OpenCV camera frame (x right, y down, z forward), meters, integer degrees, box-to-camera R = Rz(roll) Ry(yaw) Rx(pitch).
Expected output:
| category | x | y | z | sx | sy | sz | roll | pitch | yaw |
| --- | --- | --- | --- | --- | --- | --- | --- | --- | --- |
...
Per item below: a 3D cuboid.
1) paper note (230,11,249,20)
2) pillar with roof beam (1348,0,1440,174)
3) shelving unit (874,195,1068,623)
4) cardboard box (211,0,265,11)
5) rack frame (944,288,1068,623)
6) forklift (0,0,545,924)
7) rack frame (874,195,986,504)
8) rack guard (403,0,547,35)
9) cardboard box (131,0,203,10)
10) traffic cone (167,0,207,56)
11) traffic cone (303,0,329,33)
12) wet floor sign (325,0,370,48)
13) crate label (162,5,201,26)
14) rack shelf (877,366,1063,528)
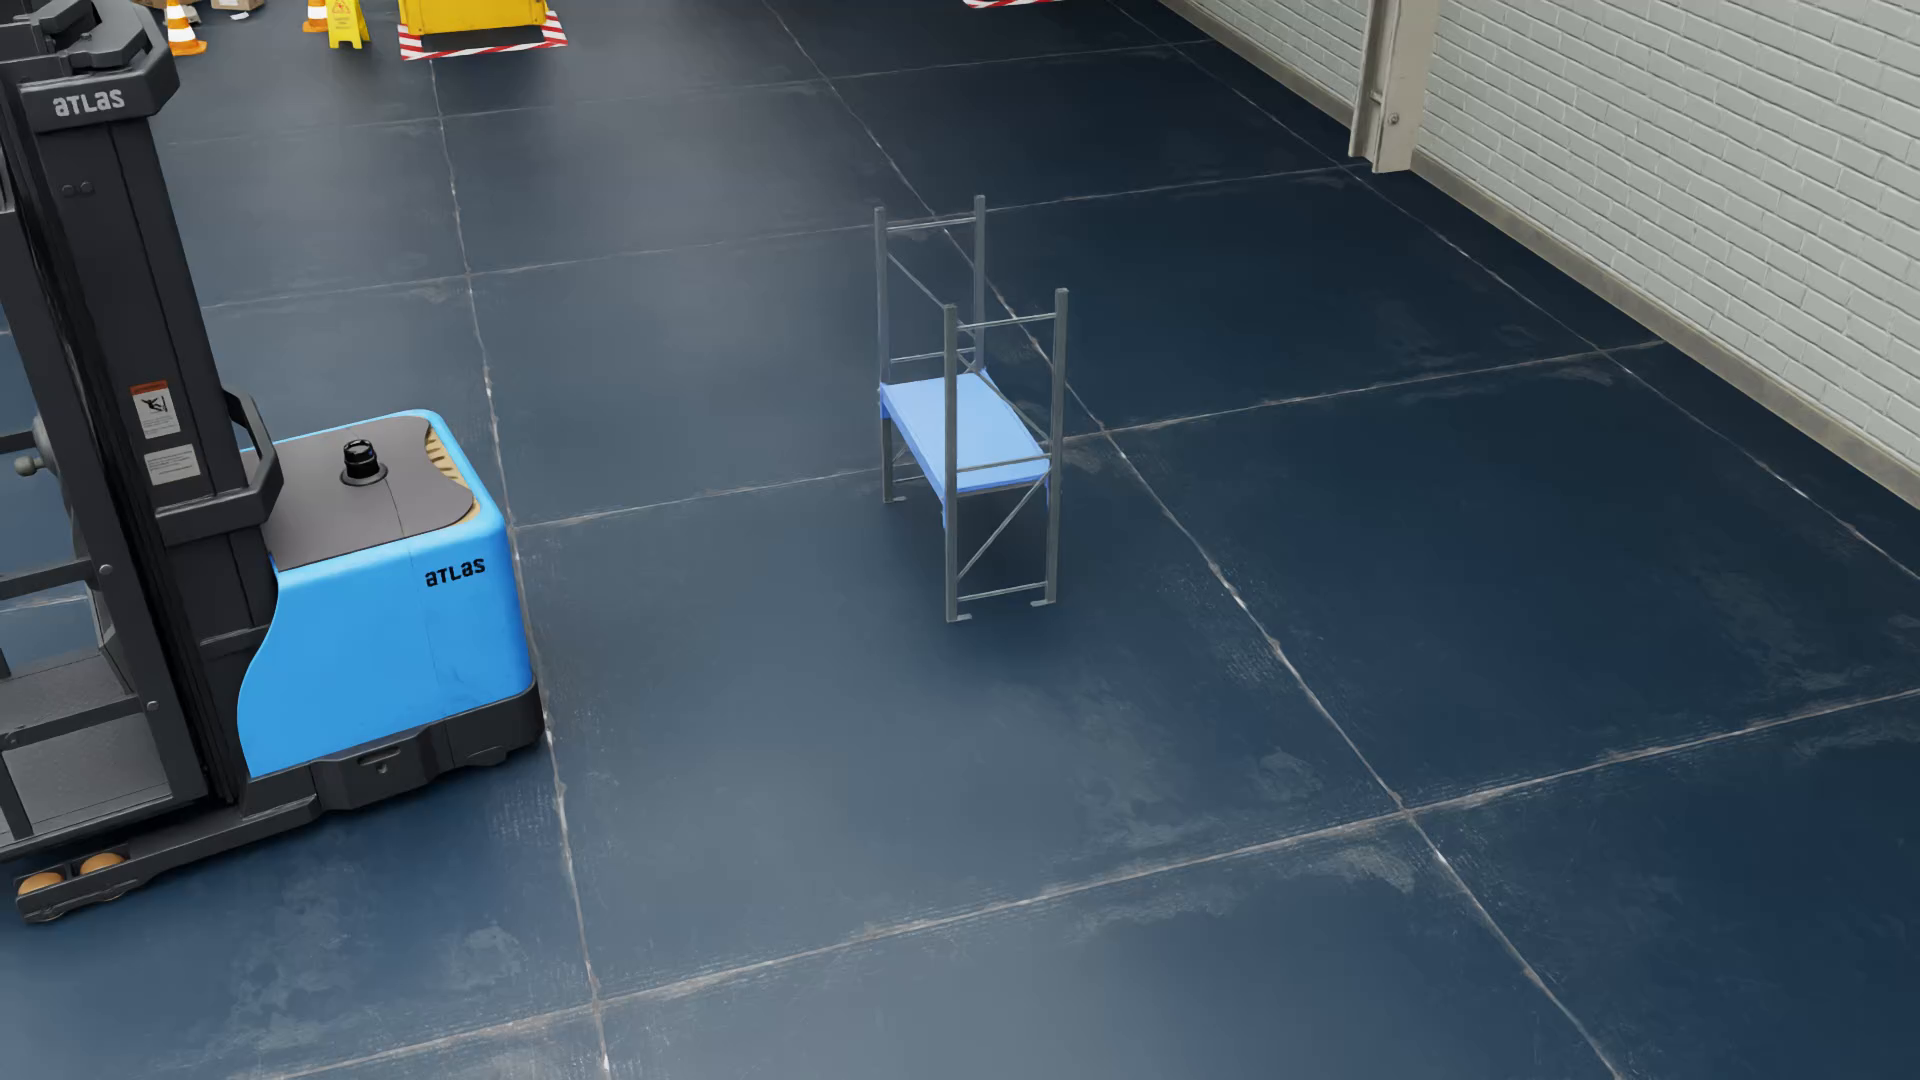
| category | x | y | z | sx | sy | sz | roll | pitch | yaw |
| --- | --- | --- | --- | --- | --- | --- | --- | --- | --- |
| paper note | -6.396 | -4.663 | 14.779 | 0.148 | 0.019 | 0.142 | -23 | 40 | -31 |
| pillar with roof beam | -1.110 | -5.723 | 8.248 | 9.100 | 9.000 | 0.400 | -10 | 35 | -15 |
| shelving unit | 0.026 | -0.581 | 7.269 | 0.538 | 1.500 | 1.048 | -10 | 35 | -15 |
| cardboard box | -6.536 | -4.899 | 15.029 | 0.380 | 0.149 | 0.250 | 7 | 34 | 10 |
| rack frame | 0.181 | -0.314 | 6.865 | 0.500 | 1.500 | 0.032 | -10 | 35 | -15 |
| forklift | -3.161 | -0.239 | 5.453 | 3.031 | 2.935 | 1.130 | -17 | 37 | -24 |
| rack frame | -0.129 | -0.848 | 7.673 | 0.500 | 1.500 | 0.032 | -10 | 35 | -15 |
| rack guard | -4.235 | -4.737 | 14.466 | 1.175 | 0.500 | 0.348 | -10 | 35 | -15 |
| cardboard box | -7.159 | -5.195 | 15.156 | 0.637 | 0.503 | 0.797 | 19 | 38 | 26 |
| traffic cone | -6.525 | -4.325 | 13.876 | 0.336 | 0.463 | 0.334 | -10 | 35 | -15 |
| traffic cone | -5.572 | -4.691 | 14.429 | 0.336 | 0.463 | 0.334 | -10 | 35 | -15 |
| wet floor sign | -5.173 | -4.478 | 13.942 | 0.267 | 0.644 | 0.232 | 1 | 33 | 2 |
| crate label | -6.824 | -4.592 | 14.575 | 0.298 | 0.136 | 0.250 | 27 | 42 | 34 |
| rack shelf | 0.026 | -0.431 | 7.368 | 0.538 | 0.185 | 1.000 | -10 | 35 | -15 |
